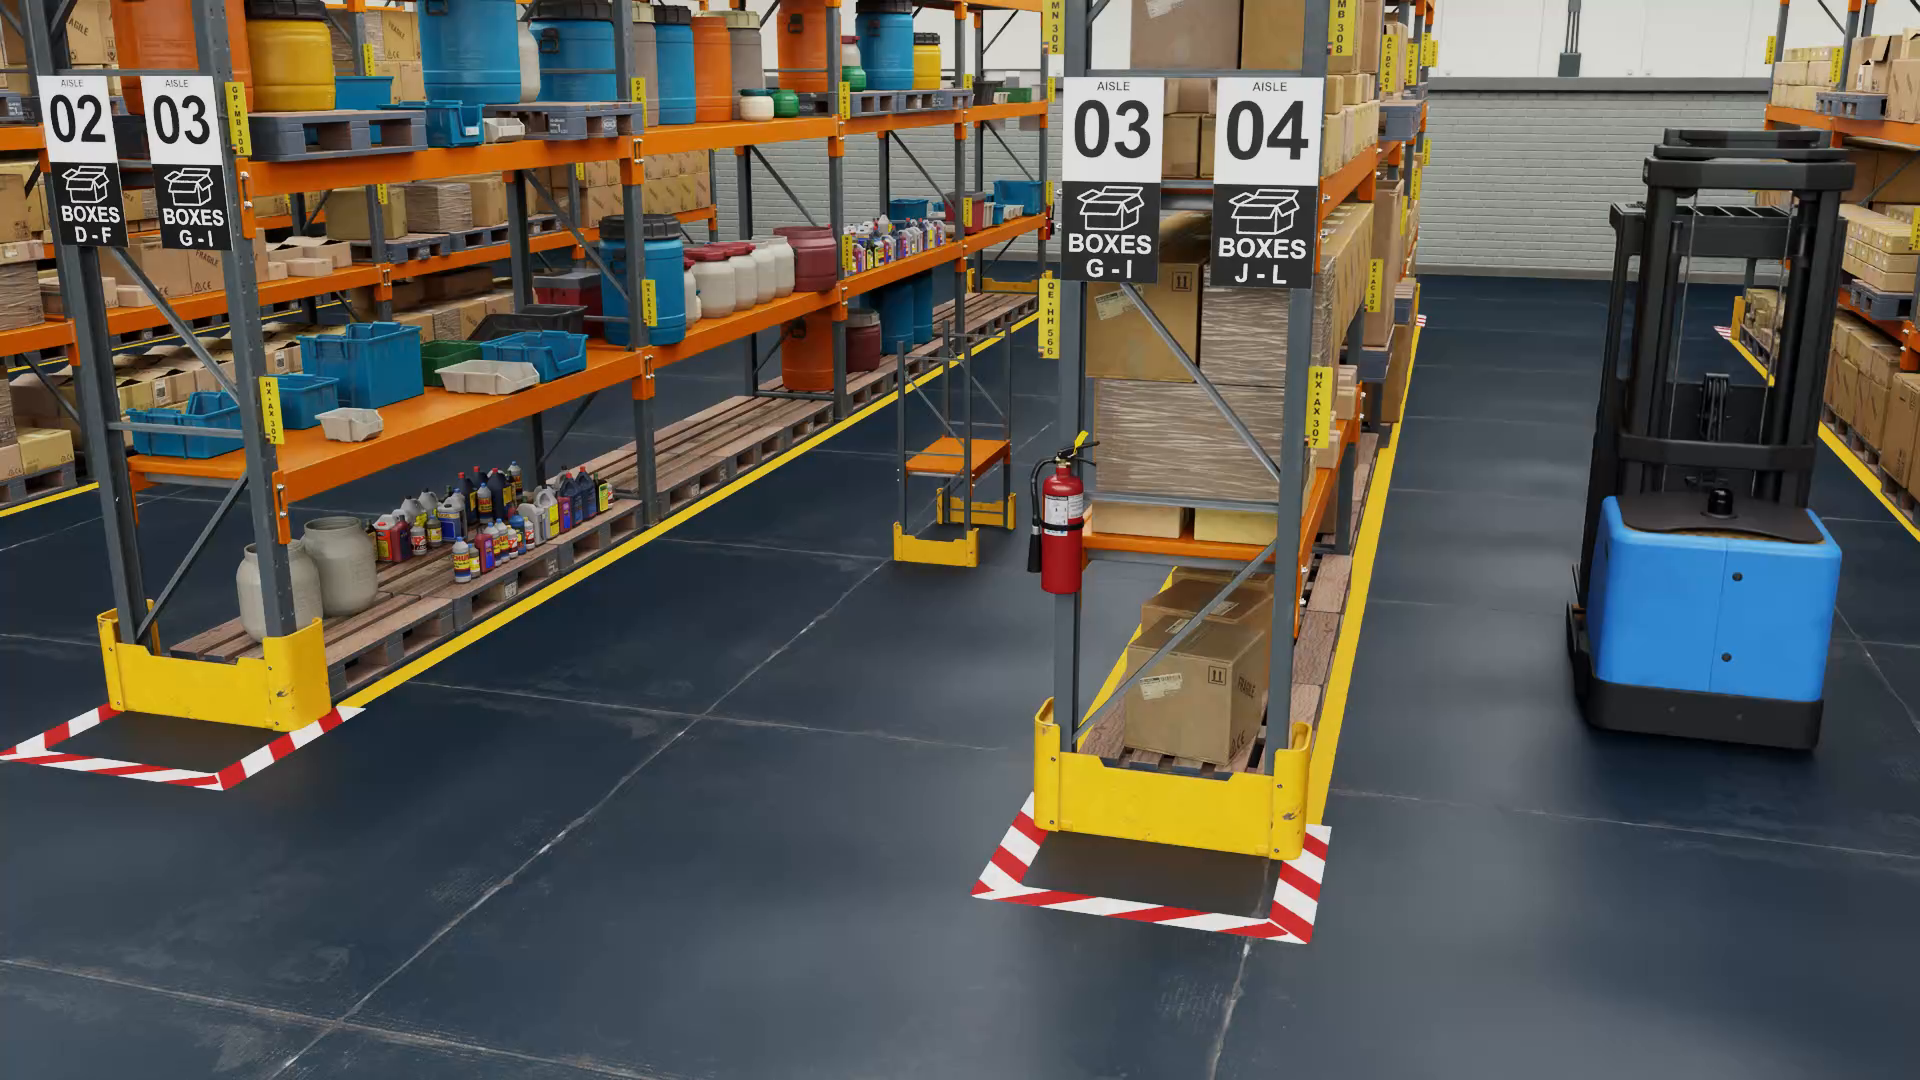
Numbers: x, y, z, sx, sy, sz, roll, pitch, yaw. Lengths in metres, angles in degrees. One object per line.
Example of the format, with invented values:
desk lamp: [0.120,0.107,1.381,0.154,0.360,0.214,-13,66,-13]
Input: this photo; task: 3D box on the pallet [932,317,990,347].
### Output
pallet: [-0.267,-2.529,20.359,1.003,0.211,1.213,5,16,16]

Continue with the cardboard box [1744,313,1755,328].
cardboard box: [9.717,-2.645,20.111,0.380,0.149,0.250,5,17,17]

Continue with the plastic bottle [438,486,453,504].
plastic bottle: [-3.480,-0.219,11.275,0.061,0.283,0.133,5,17,18]

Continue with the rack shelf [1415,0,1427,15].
rack shelf: [3.741,-5.115,15.425,1.077,0.370,4.000,5,16,16]

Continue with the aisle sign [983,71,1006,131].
aisle sign: [0.433,-6.014,22.772,0.394,0.787,0.004,5,16,16]

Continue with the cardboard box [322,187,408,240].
cardboard box: [-6.253,-3.437,17.498,0.700,0.500,0.500,-1,16,-3]

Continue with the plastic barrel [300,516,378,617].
plastic barrel: [-3.593,0.150,9.593,0.421,0.512,0.421,0,16,0]

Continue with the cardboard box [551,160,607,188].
cardboard box: [-4.783,-4.691,20.855,0.500,0.500,0.500,5,17,17]

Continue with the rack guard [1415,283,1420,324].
rack guard: [5.453,-3.141,21.988,1.175,0.500,0.348,5,16,16]

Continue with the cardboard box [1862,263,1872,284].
cardboard box: [7.744,-2.212,13.820,0.380,0.149,0.250,5,17,17]

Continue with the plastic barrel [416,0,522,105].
plastic barrel: [-3.098,-3.216,10.487,0.600,0.901,0.708,5,16,16]

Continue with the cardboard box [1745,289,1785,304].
cardboard box: [9.699,-2.932,20.036,0.380,0.149,0.250,4,16,13]

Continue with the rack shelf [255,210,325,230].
rack shelf: [-9.369,-4.621,23.941,1.077,0.370,4.000,5,16,16]

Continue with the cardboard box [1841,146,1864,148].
cardboard box: [9.053,-3.832,17.281,0.500,0.500,0.500,4,16,14]

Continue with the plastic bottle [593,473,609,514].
plastic bottle: [-2.533,-0.336,11.687,0.061,0.283,0.133,5,17,19]

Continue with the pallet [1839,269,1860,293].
pallet: [8.423,-2.262,14.660,1.003,0.211,1.213,5,16,16]

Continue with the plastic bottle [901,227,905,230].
plastic bottle: [-0.613,-3.262,18.070,0.097,0.271,0.097,0,16,0]

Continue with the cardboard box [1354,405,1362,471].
cardboard box: [2.702,-0.782,12.863,0.700,0.500,0.500,6,17,21]

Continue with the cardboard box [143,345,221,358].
cardboard box: [-7.188,-1.643,15.365,0.500,0.311,0.500,4,16,15]

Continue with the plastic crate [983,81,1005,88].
plastic crate: [0.321,-6.023,22.308,0.497,0.269,0.590,5,16,16]

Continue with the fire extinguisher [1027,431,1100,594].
fire extinguisher: [0.425,-0.120,6.898,0.296,0.674,0.183,5,16,16]

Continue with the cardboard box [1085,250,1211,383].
cardboard box: [0.819,-0.987,7.251,0.500,0.500,0.500,5,16,16]

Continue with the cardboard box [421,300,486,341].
cardboard box: [-5.630,-2.388,18.526,0.500,0.500,0.500,4,16,15]

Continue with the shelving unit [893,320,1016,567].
shelving unit: [-0.022,-0.702,11.554,0.587,1.500,1.083,5,16,16]

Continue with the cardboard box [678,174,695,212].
cardboard box: [-4.061,-4.881,23.356,0.500,0.500,0.500,5,17,16]

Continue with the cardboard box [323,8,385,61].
cardboard box: [-6.194,-5.100,16.799,0.500,0.500,0.500,5,16,16]

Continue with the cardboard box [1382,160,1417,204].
cardboard box: [4.982,-4.093,19.118,0.500,0.500,0.500,4,16,14]

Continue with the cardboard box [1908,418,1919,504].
cardboard box: [7.395,-0.572,11.702,1.050,0.750,0.750,5,17,17]

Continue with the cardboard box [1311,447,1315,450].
cardboard box: [1.558,-0.414,8.253,0.380,0.149,0.250,5,16,16]

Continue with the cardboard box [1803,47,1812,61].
cardboard box: [9.258,-5.194,17.777,0.380,0.149,0.250,4,16,15]

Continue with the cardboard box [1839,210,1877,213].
cardboard box: [8.262,-2.975,15.420,0.380,0.149,0.250,4,16,15]

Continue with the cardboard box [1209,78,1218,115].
cardboard box: [1.200,-1.768,6.614,0.380,0.149,0.250,5,16,15]

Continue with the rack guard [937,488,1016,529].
rack guard: [0.120,-0.231,12.184,0.587,0.250,0.087,5,16,16]

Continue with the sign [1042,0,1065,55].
sign: [0.373,-2.069,6.507,0.100,0.325,0.005,5,16,16]

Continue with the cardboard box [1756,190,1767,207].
cardboard box: [9.781,-4.022,19.783,0.500,0.500,0.500,5,17,19]

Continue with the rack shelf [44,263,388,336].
rack shelf: [-6.892,-2.144,15.211,1.077,0.370,4.000,5,16,16]

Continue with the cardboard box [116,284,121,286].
cardboard box: [-7.387,-2.147,14.148,0.396,0.266,0.258,4,16,15]

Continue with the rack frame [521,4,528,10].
rack frame: [-5.187,-6.946,19.828,1.000,3.000,0.127,5,16,16]

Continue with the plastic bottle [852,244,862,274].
plastic bottle: [-1.006,-2.743,16.217,0.061,0.283,0.133,5,16,16]

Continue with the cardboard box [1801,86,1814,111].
cardboard box: [9.214,-4.663,17.550,0.500,0.250,0.500,4,16,15]

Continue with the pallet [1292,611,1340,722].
pallet: [1.535,0.642,9.179,1.003,0.211,1.213,5,16,16]

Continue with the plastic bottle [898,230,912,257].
plastic bottle: [-0.592,-3.164,17.714,0.152,0.276,0.135,5,16,16]

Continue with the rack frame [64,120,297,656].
rack frame: [-3.849,-0.536,8.221,1.000,3.000,0.127,5,16,16]

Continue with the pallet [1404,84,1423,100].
pallet: [4.552,-4.905,18.290,1.003,0.211,1.213,5,16,16]

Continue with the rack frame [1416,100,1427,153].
rack frame: [5.447,-4.338,21.625,1.000,3.000,0.127,5,16,16]

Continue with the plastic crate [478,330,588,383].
plastic crate: [-2.767,-1.200,10.836,0.499,0.251,0.616,5,16,16]

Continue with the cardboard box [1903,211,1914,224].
cardboard box: [8.884,-2.921,15.230,0.380,0.149,0.250,5,16,16]

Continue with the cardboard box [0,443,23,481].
cardboard box: [-7.534,-0.578,12.640,0.500,0.250,0.500,5,16,16]

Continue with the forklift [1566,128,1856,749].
forklift: [4.078,-0.762,9.143,1.130,2.935,3.031,5,17,16]

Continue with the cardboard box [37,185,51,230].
cardboard box: [-10.533,-3.841,19.110,0.500,0.500,0.500,5,17,18]

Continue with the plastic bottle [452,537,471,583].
plastic bottle: [-3.035,0.115,10.120,0.097,0.271,0.097,0,16,0]

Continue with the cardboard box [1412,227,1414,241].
cardboard box: [5.081,-3.561,19.347,0.380,0.149,0.250,5,17,17]

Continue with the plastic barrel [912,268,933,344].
plastic barrel: [-0.610,-2.727,19.021,0.600,0.901,0.708,5,16,16]

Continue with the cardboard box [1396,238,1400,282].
cardboard box: [3.572,-2.399,14.606,0.500,0.500,0.500,5,17,18]

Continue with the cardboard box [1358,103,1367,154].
cardboard box: [1.859,-2.160,8.725,0.500,0.250,0.500,5,16,15]

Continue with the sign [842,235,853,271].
sign: [-1.046,-2.666,15.434,0.100,0.325,0.005,5,16,16]
